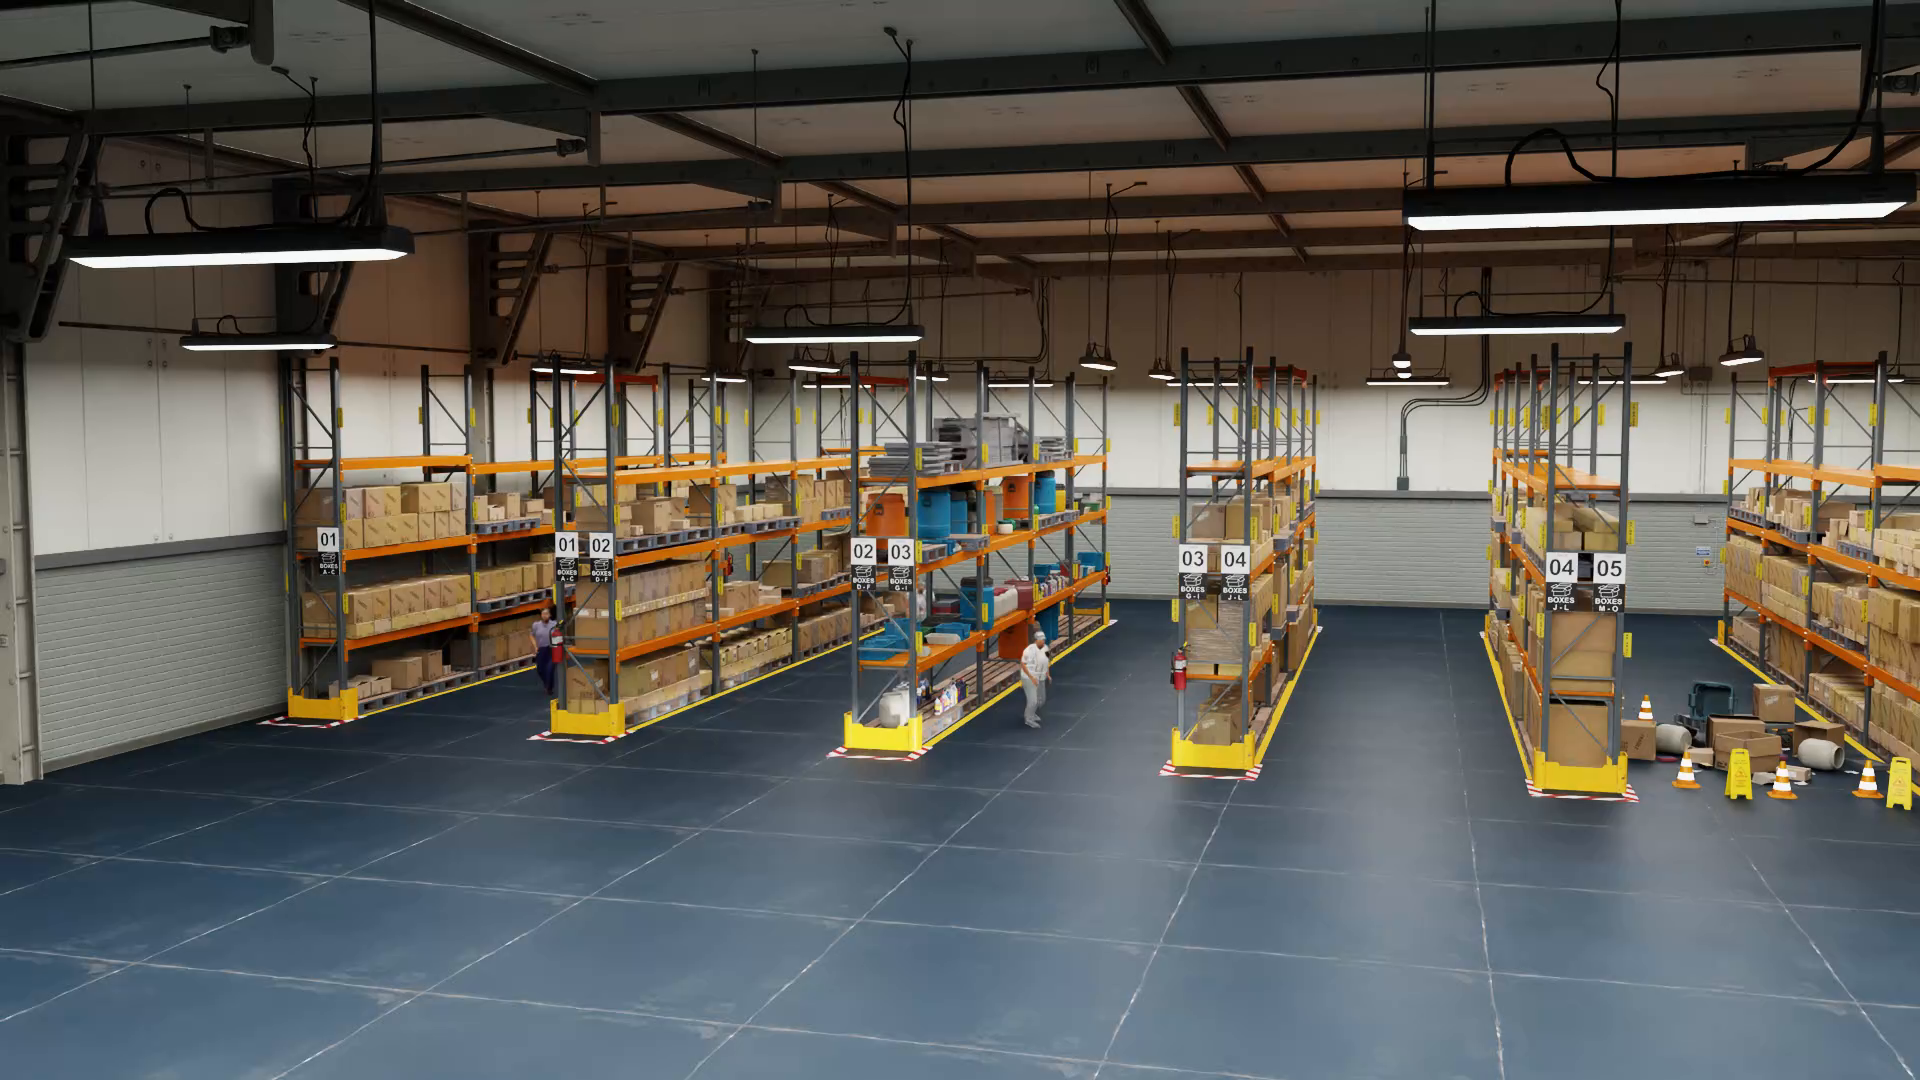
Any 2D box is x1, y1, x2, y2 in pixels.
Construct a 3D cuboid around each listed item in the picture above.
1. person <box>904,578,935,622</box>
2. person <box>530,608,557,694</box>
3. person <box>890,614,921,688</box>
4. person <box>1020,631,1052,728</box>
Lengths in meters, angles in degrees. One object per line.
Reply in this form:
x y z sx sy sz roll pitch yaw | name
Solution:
-0.836 1.625 34.549 0.653 1.699 0.737 0 4 -2 | person
-7.501 2.014 30.192 0.606 1.560 0.593 0 4 -6 | person
-0.974 2.047 31.088 0.534 1.394 1.033 3 5 37 | person
1.193 2.246 26.939 0.611 1.604 0.809 -3 5 -35 | person
